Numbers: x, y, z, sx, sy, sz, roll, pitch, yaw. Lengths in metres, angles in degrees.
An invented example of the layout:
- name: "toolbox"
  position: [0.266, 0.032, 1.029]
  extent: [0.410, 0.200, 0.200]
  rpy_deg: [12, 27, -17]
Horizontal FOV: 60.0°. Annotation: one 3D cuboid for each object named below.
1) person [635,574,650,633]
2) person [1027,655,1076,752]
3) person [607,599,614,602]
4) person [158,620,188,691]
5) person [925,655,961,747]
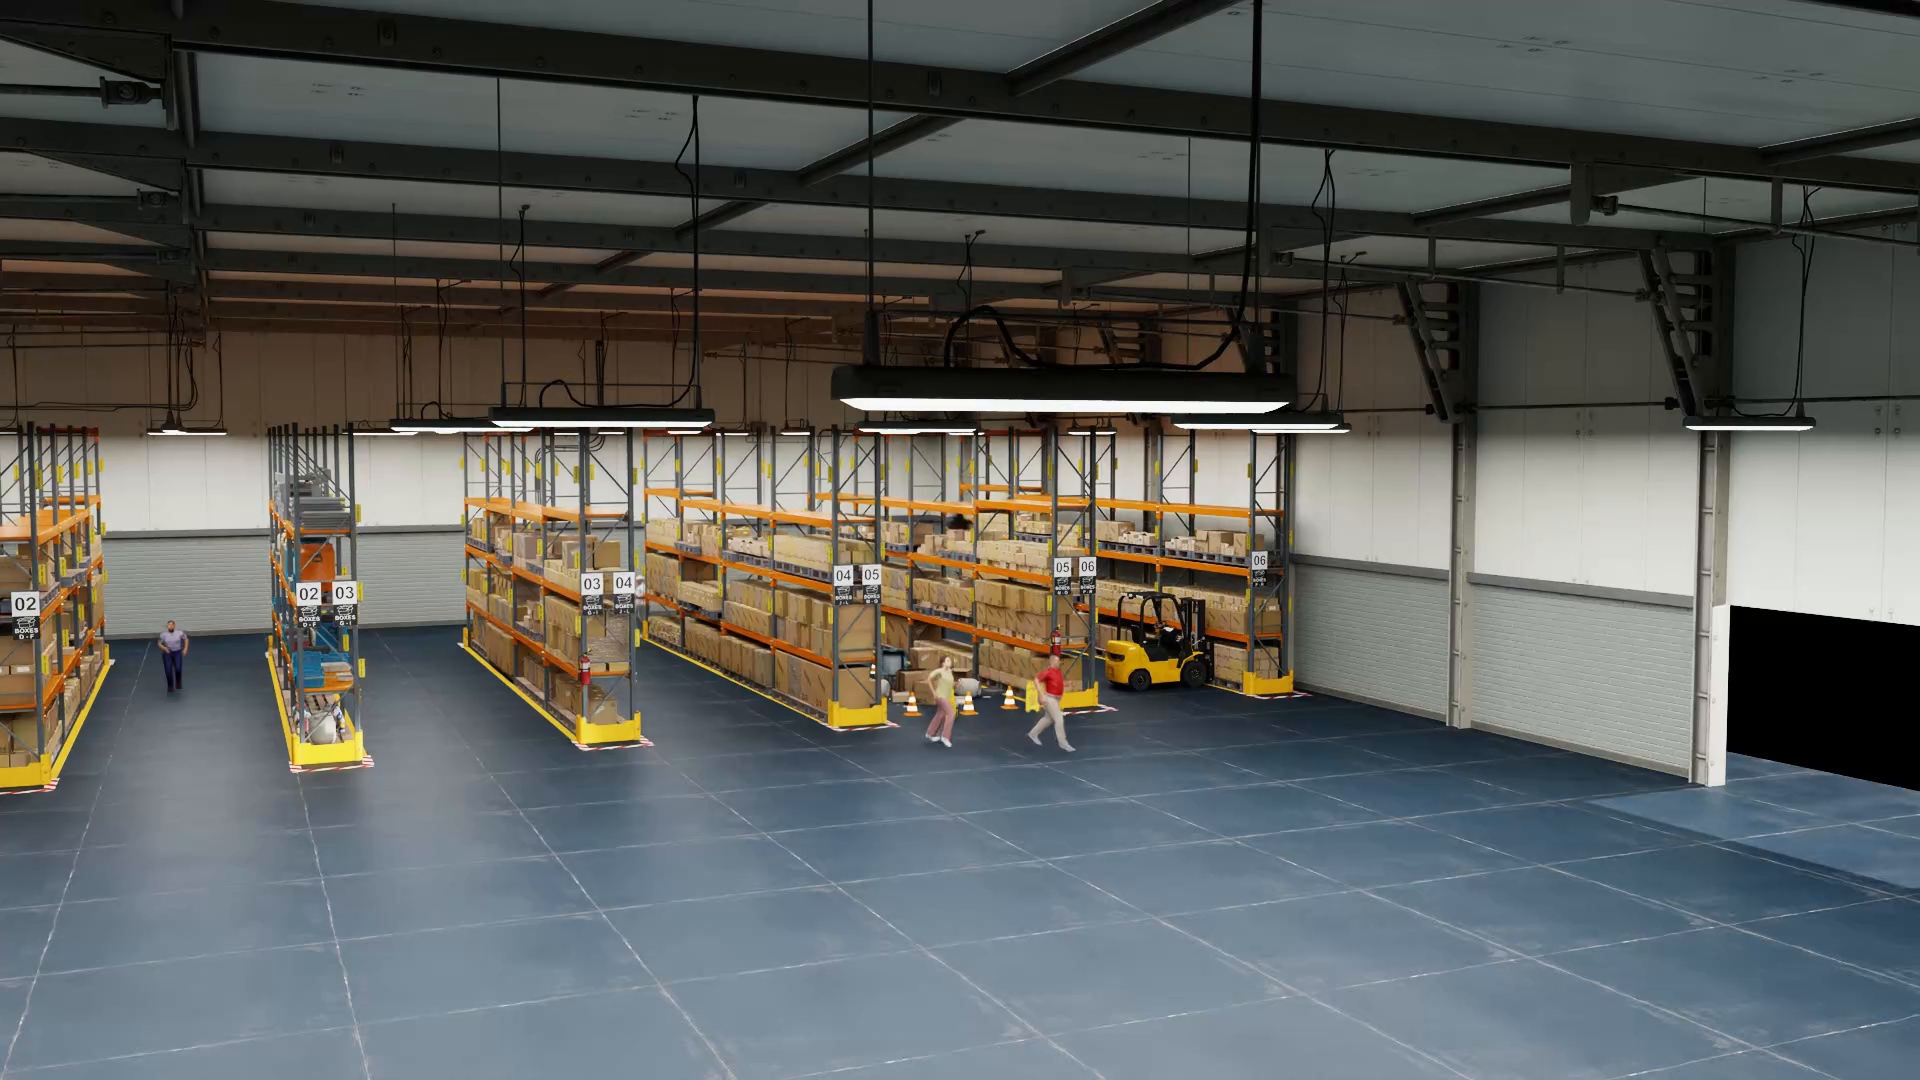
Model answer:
- name: "person"
  position: [-9.343, 1.900, 48.522]
  extent: [0.750, 1.792, 0.694]
  rpy_deg: [-2, 4, -31]
- name: "person"
  position: [1.686, 2.972, 30.480]
  extent: [0.949, 1.740, 0.652]
  rpy_deg: [1, 4, 21]
- name: "person"
  position: [-10.295, 1.981, 47.593]
  extent: [0.988, 1.736, 0.598]
  rpy_deg: [1, 4, 16]
- name: "person"
  position: [-17.768, 2.617, 37.568]
  extent: [0.632, 1.610, 0.594]
  rpy_deg: [-2, 4, -28]
- name: "person"
  position: [-0.326, 2.990, 31.095]
  extent: [0.735, 1.711, 0.567]
  rpy_deg: [2, 4, 28]
